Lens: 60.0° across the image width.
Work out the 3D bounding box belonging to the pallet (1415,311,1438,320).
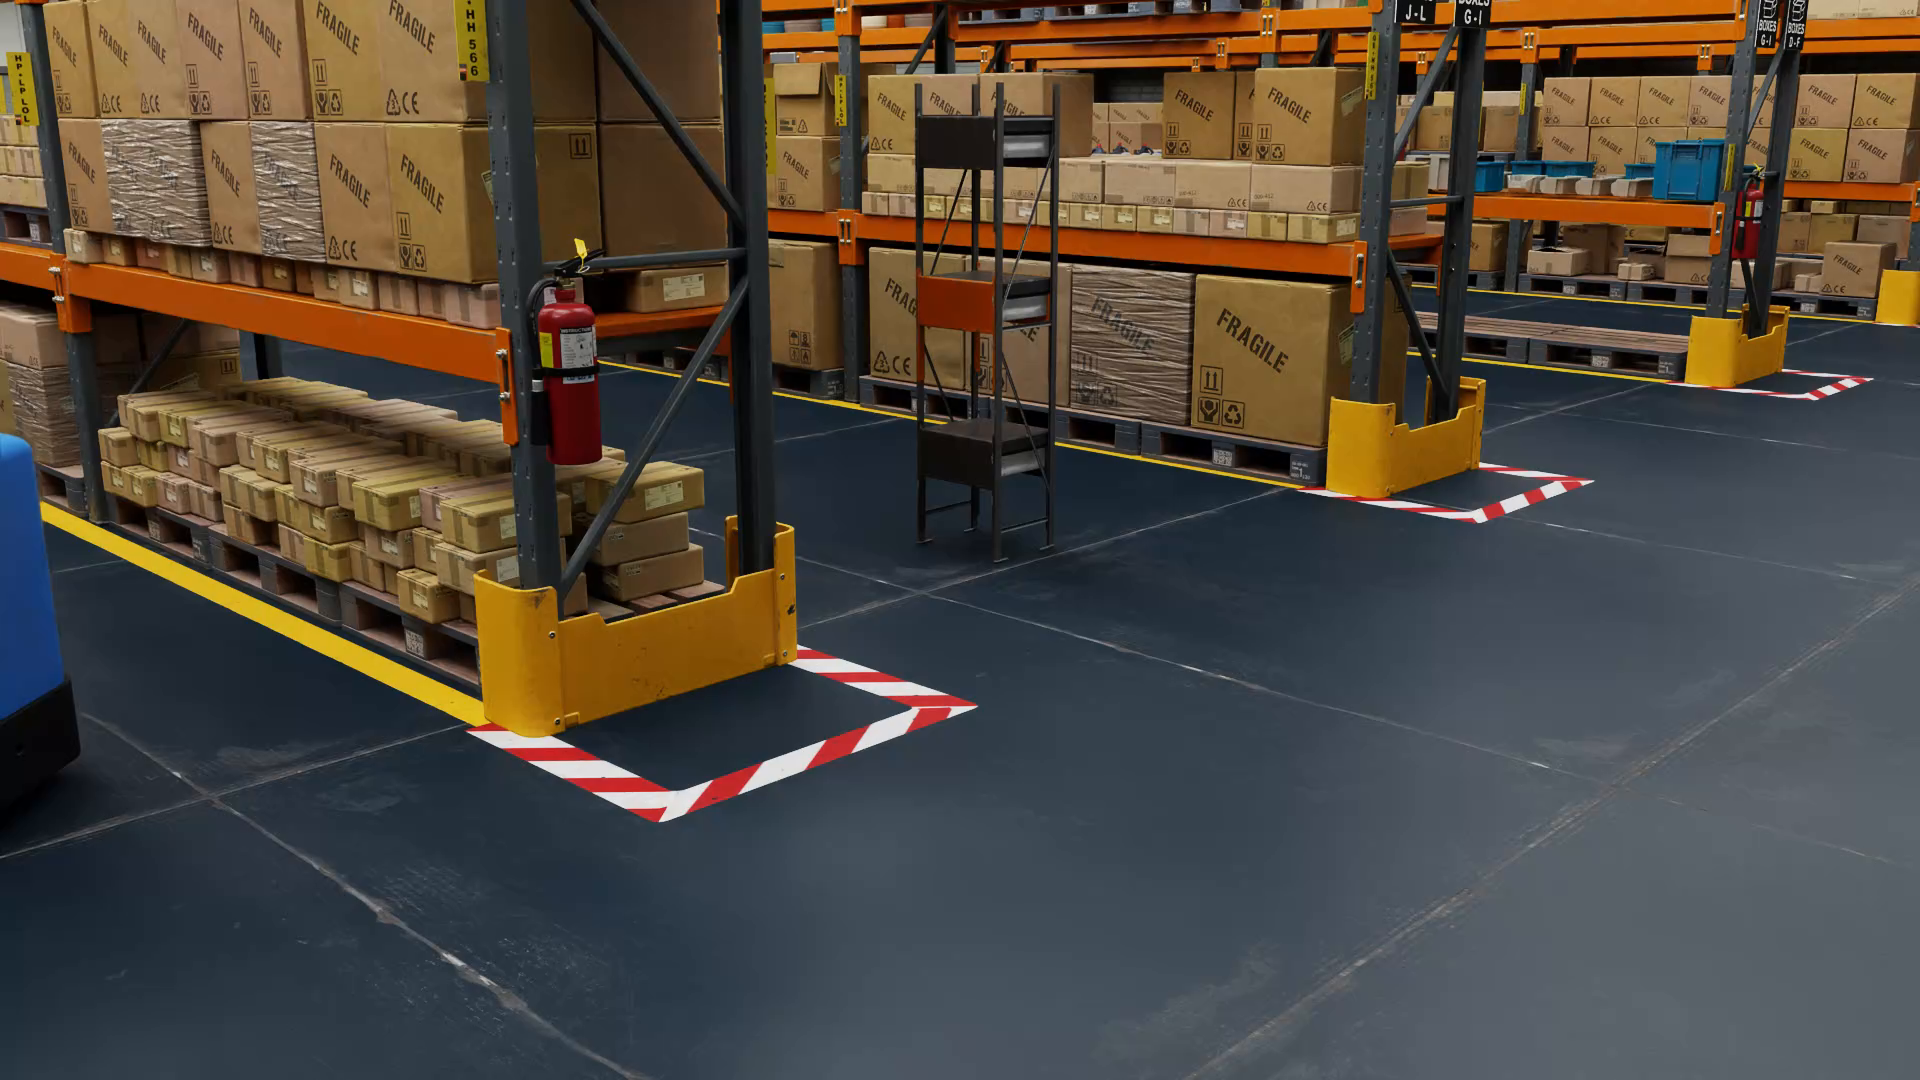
[{"bbox_3d":[3.573,-1.930,14.920,1.213,0.211,1.003,14,20,42],"label":"pallet"}]

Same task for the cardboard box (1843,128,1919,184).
[{"bbox_3d":[8.826,-3.677,15.895,0.500,0.500,0.500,-14,20,-42],"label":"cardboard box"}]

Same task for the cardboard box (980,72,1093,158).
[{"bbox_3d":[0.473,-2.628,10.290,0.500,0.500,0.500,13,19,40],"label":"cardboard box"}]

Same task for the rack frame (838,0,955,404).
[{"bbox_3d":[-0.421,-2.502,11.585,0.127,3.000,1.000,14,20,42],"label":"rack frame"}]

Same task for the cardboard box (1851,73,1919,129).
[{"bbox_3d":[8.826,-4.160,15.766,0.500,0.500,0.500,13,20,42],"label":"cardboard box"}]

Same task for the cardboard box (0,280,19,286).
[{"bbox_3d":[-5.771,-1.517,10.444,0.500,0.250,0.500,14,20,43],"label":"cardboard box"}]

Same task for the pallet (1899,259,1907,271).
[{"bbox_3d":[12.143,-3.275,20.084,1.213,0.211,1.003,14,20,42],"label":"pallet"}]

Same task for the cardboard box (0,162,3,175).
[{"bbox_3d":[-4.927,-2.016,8.794,0.250,0.149,0.380,13,19,40],"label":"cardboard box"}]

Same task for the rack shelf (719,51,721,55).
[{"bbox_3d":[-4.182,-6.254,21.465,4.000,0.370,1.077,14,20,42],"label":"rack shelf"}]

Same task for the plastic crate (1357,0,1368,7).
[{"bbox_3d":[3.531,-4.731,14.610,0.662,0.188,0.450,14,20,42],"label":"plastic crate"}]

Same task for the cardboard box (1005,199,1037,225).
[{"bbox_3d":[0.494,-2.041,10.316,0.250,0.149,0.380,14,20,43],"label":"cardboard box"}]

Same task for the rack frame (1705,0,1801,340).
[{"bbox_3d":[5.896,-2.701,12.349,0.127,3.000,1.000,14,20,42],"label":"rack frame"}]

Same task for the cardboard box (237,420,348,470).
[{"bbox_3d":[-2.875,-0.405,7.179,0.250,0.149,0.380,13,19,40],"label":"cardboard box"}]

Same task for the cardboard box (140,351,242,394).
[{"bbox_3d":[-4.284,-0.790,9.141,0.500,0.500,0.500,-14,20,-42],"label":"cardboard box"}]

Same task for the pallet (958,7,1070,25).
[{"bbox_3d":[0.620,-5.310,16.786,1.213,0.211,1.003,14,20,42],"label":"pallet"}]

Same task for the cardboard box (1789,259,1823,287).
[{"bbox_3d":[8.783,-2.716,16.987,0.500,0.250,0.500,14,20,42],"label":"cardboard box"}]

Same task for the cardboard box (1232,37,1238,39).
[{"bbox_3d":[4.472,-8.192,26.444,0.500,0.500,0.500,-11,18,-36],"label":"cardboard box"}]

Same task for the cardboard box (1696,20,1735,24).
[{"bbox_3d":[7.714,-5.285,16.616,0.500,0.250,0.500,14,20,42],"label":"cardboard box"}]

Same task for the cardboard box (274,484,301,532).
[{"bbox_3d":[-2.564,-0.155,6.808,0.380,0.149,0.250,-13,20,-41],"label":"cardboard box"}]

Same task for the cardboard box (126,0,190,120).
[{"bbox_3d":[-3.056,-1.991,6.851,0.500,0.500,0.500,14,20,43],"label":"cardboard box"}]

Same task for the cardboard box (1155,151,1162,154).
[{"bbox_3d":[2.739,-4.985,21.614,0.250,0.149,0.380,14,20,42],"label":"cardboard box"}]

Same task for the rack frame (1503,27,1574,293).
[{"bbox_3d":[6.458,-4.299,18.484,0.127,3.000,1.000,14,20,42],"label":"rack frame"}]

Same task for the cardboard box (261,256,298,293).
[{"bbox_3d":[-2.557,-1.088,6.658,0.250,0.149,0.380,14,20,43],"label":"cardboard box"}]

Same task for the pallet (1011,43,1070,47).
[{"bbox_3d":[1.342,-6.906,22.919,1.217,0.209,0.805,13,19,40],"label":"pallet"}]

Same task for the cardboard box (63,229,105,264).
[{"bbox_3d":[-3.960,-1.389,7.811,0.380,0.149,0.250,-14,20,-42],"label":"cardboard box"}]

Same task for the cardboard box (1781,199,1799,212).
[{"bbox_3d":[10.480,-4.264,21.186,0.380,0.149,0.250,-14,20,-42],"label":"cardboard box"}]

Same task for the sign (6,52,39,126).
[{"bbox_3d":[-4.319,-2.078,7.663,0.005,0.325,0.100,14,20,42],"label":"sign"}]

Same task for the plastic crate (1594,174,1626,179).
[{"bbox_3d":[5.285,-2.895,13.498,0.298,0.136,0.250,14,20,42],"label":"plastic crate"}]

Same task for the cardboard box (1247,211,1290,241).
[{"bbox_3d":[1.785,-1.728,9.113,0.250,0.149,0.380,14,20,43],"label":"cardboard box"}]

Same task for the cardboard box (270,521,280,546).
[{"bbox_3d":[-2.693,-0.069,7.070,0.380,0.149,0.250,-14,20,-43],"label":"cardboard box"}]

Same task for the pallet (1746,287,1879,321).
[{"bbox_3d":[8.708,-2.402,16.734,1.213,0.211,1.003,14,20,42],"label":"pallet"}]

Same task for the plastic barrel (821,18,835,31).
[{"bbox_3d":[-1.284,-6.217,18.898,0.708,0.901,0.600,14,20,42],"label":"plastic barrel"}]

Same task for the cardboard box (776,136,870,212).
[{"bbox_3d":[-0.947,-2.583,11.696,0.500,0.500,0.500,14,20,42],"label":"cardboard box"}]

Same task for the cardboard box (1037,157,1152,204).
[{"bbox_3d":[0.816,-2.178,10.050,0.500,0.250,0.500,14,20,42],"label":"cardboard box"}]

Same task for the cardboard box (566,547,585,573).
[{"bbox_3d":[-1.457,0.076,6.511,0.250,0.149,0.380,14,20,42],"label":"cardboard box"}]

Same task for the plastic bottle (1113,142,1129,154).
[{"bbox_3d":[1.633,-3.848,16.850,0.185,0.351,0.144,14,20,42],"label":"plastic bottle"}]

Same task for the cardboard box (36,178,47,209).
[{"bbox_3d":[-4.360,-1.735,8.305,0.250,0.149,0.380,13,20,41],"label":"cardboard box"}]

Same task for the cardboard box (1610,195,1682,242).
[{"bbox_3d":[9.335,-4.452,22.501,0.750,0.750,0.750,14,20,43],"label":"cardboard box"}]

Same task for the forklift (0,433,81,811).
[{"bbox_3d":[-4.228,-0.588,4.375,3.031,2.935,1.130,0,15,2],"label":"forklift"}]

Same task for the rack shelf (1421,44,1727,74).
[{"bbox_3d":[8.453,-6.653,22.993,4.000,0.370,1.077,14,20,42],"label":"rack shelf"}]

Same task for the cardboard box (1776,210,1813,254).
[{"bbox_3d":[10.720,-3.955,21.286,0.500,0.500,0.700,13,20,42],"label":"cardboard box"}]

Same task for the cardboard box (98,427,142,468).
[{"bbox_3d":[-3.898,-0.465,8.000,0.380,0.149,0.250,-13,20,-42],"label":"cardboard box"}]

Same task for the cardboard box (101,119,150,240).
[{"bbox_3d":[-3.394,-1.594,7.312,0.500,0.500,0.500,14,20,42],"label":"cardboard box"}]

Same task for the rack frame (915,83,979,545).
[{"bbox_3d":[-0.057,-1.030,7.720,0.015,2.100,0.400,14,20,42],"label":"rack frame"}]

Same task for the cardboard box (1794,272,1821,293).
[{"bbox_3d":[8.546,-2.579,16.627,0.250,0.166,0.380,14,20,42],"label":"cardboard box"}]

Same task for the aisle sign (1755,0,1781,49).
[{"bbox_3d":[5.745,-3.893,11.769,0.004,0.787,0.394,14,20,42],"label":"aisle sign"}]

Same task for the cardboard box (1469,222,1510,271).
[{"bbox_3d":[5.903,-3.337,18.875,0.500,0.500,0.500,14,20,42],"label":"cardboard box"}]

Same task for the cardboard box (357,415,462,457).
[{"bbox_3d":[-2.407,-0.438,7.304,0.250,0.149,0.380,14,20,42],"label":"cardboard box"}]

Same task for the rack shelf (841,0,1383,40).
[{"bbox_3d":[1.019,-3.255,9.954,4.000,0.370,1.077,14,20,42],"label":"rack shelf"}]

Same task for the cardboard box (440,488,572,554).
[{"bbox_3d":[-1.614,-0.077,5.922,0.250,0.149,0.380,14,20,43],"label":"cardboard box"}]

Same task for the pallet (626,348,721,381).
[{"bbox_3d":[-1.911,-1.487,13.222,1.213,0.211,1.003,14,20,42],"label":"pallet"}]

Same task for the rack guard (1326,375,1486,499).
[{"bbox_3d":[2.476,-0.588,9.197,0.348,0.500,1.175,14,20,42],"label":"rack guard"}]

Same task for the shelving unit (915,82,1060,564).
[{"bbox_3d":[0.119,-0.987,7.556,0.503,2.100,0.431,14,20,42],"label":"shelving unit"}]

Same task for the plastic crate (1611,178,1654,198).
[{"bbox_3d":[5.184,-2.712,12.796,0.243,0.136,0.396,14,20,42],"label":"plastic crate"}]

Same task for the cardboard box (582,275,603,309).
[{"bbox_3d":[-1.275,-0.951,6.131,0.380,0.149,0.250,-14,20,-42],"label":"cardboard box"}]

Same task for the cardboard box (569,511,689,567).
[{"bbox_3d":[-1.256,-0.025,6.311,0.380,0.149,0.250,-14,20,-42],"label":"cardboard box"}]
